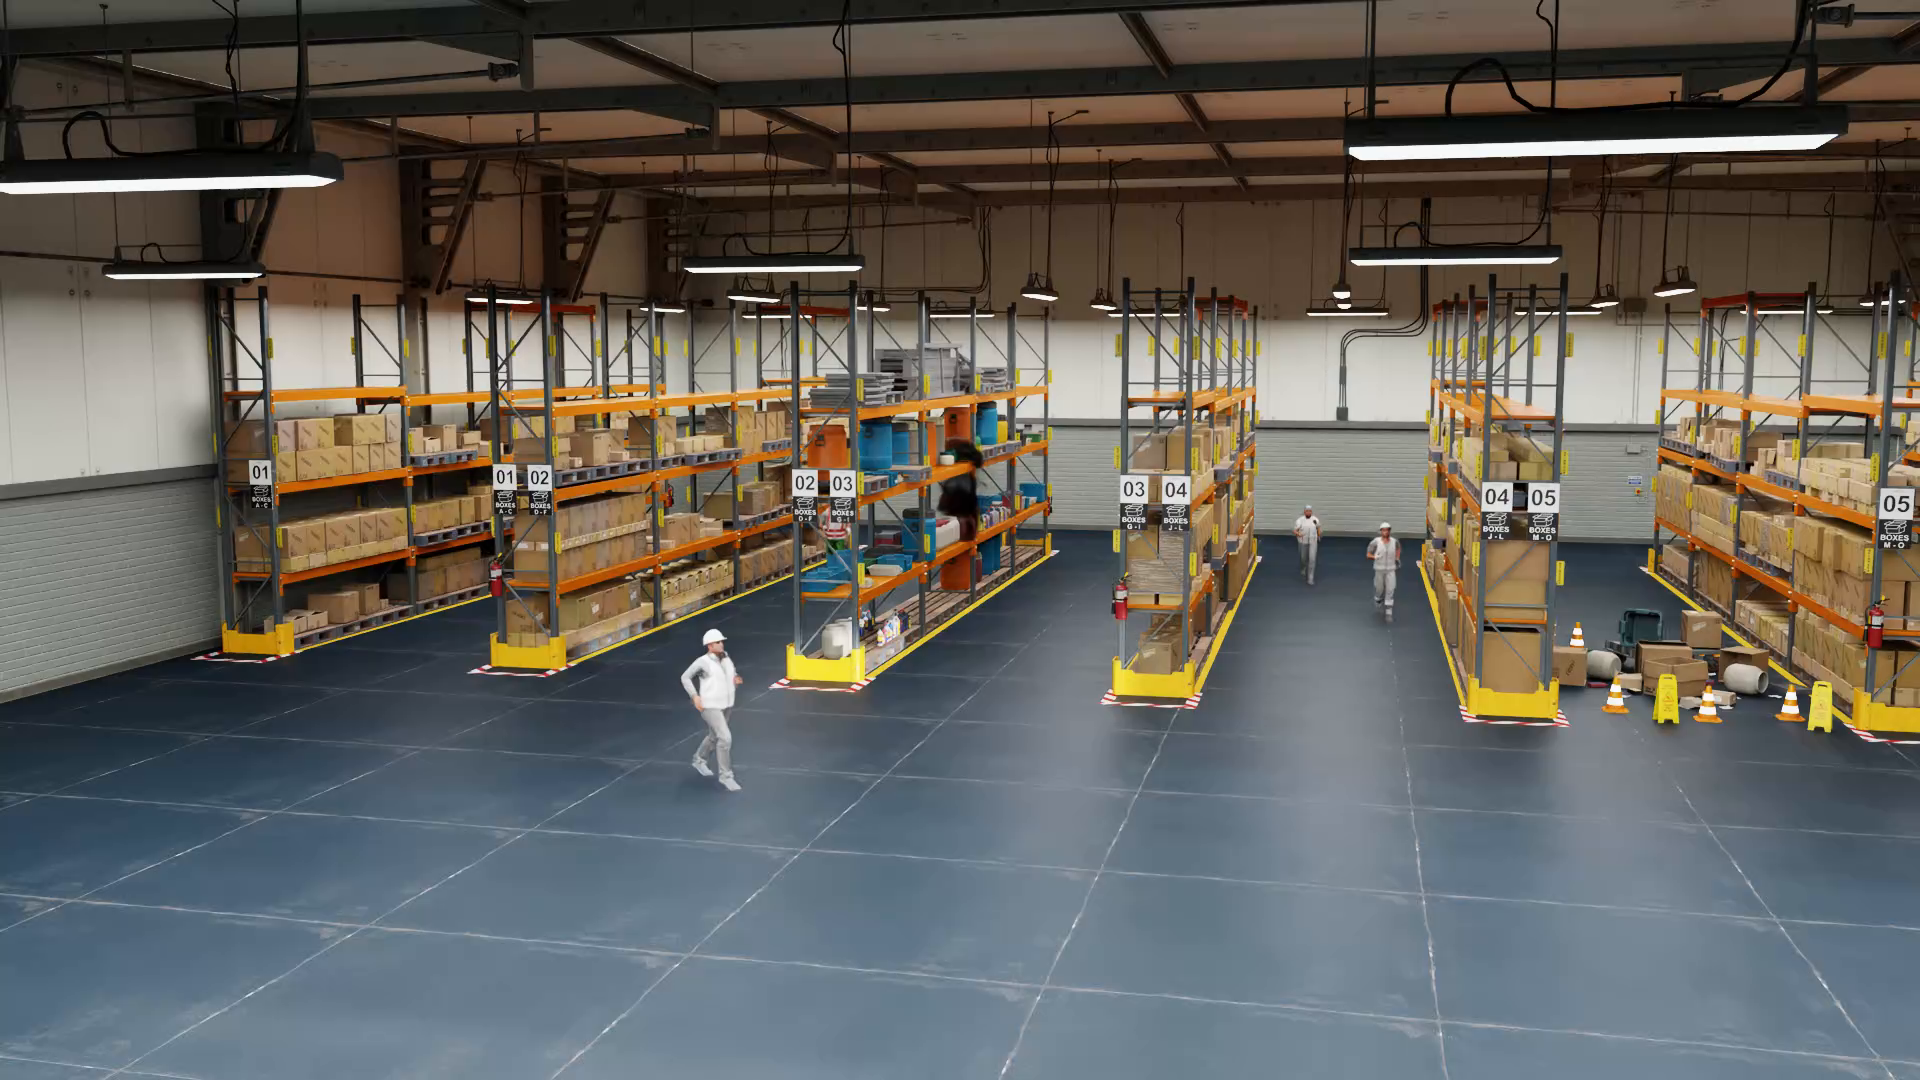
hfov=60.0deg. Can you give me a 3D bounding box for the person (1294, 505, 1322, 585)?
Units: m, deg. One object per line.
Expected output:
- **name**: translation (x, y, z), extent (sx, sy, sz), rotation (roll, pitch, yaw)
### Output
- **person**: translation (7.468, 0.081, 35.720), extent (0.611, 1.668, 0.904), rotation (1, 7, 7)

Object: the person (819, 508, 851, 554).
- **person**: translation (-2.485, 0.008, 33.100), extent (0.656, 1.819, 0.912), rotation (0, 7, 0)

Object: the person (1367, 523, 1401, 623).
- **person**: translation (7.818, 0.572, 30.632), extent (0.654, 1.792, 0.976), rotation (1, 7, 6)

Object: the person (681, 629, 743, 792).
- **person**: translation (-2.805, 1.929, 19.066), extent (0.825, 1.822, 0.633), rotation (4, 8, 30)
